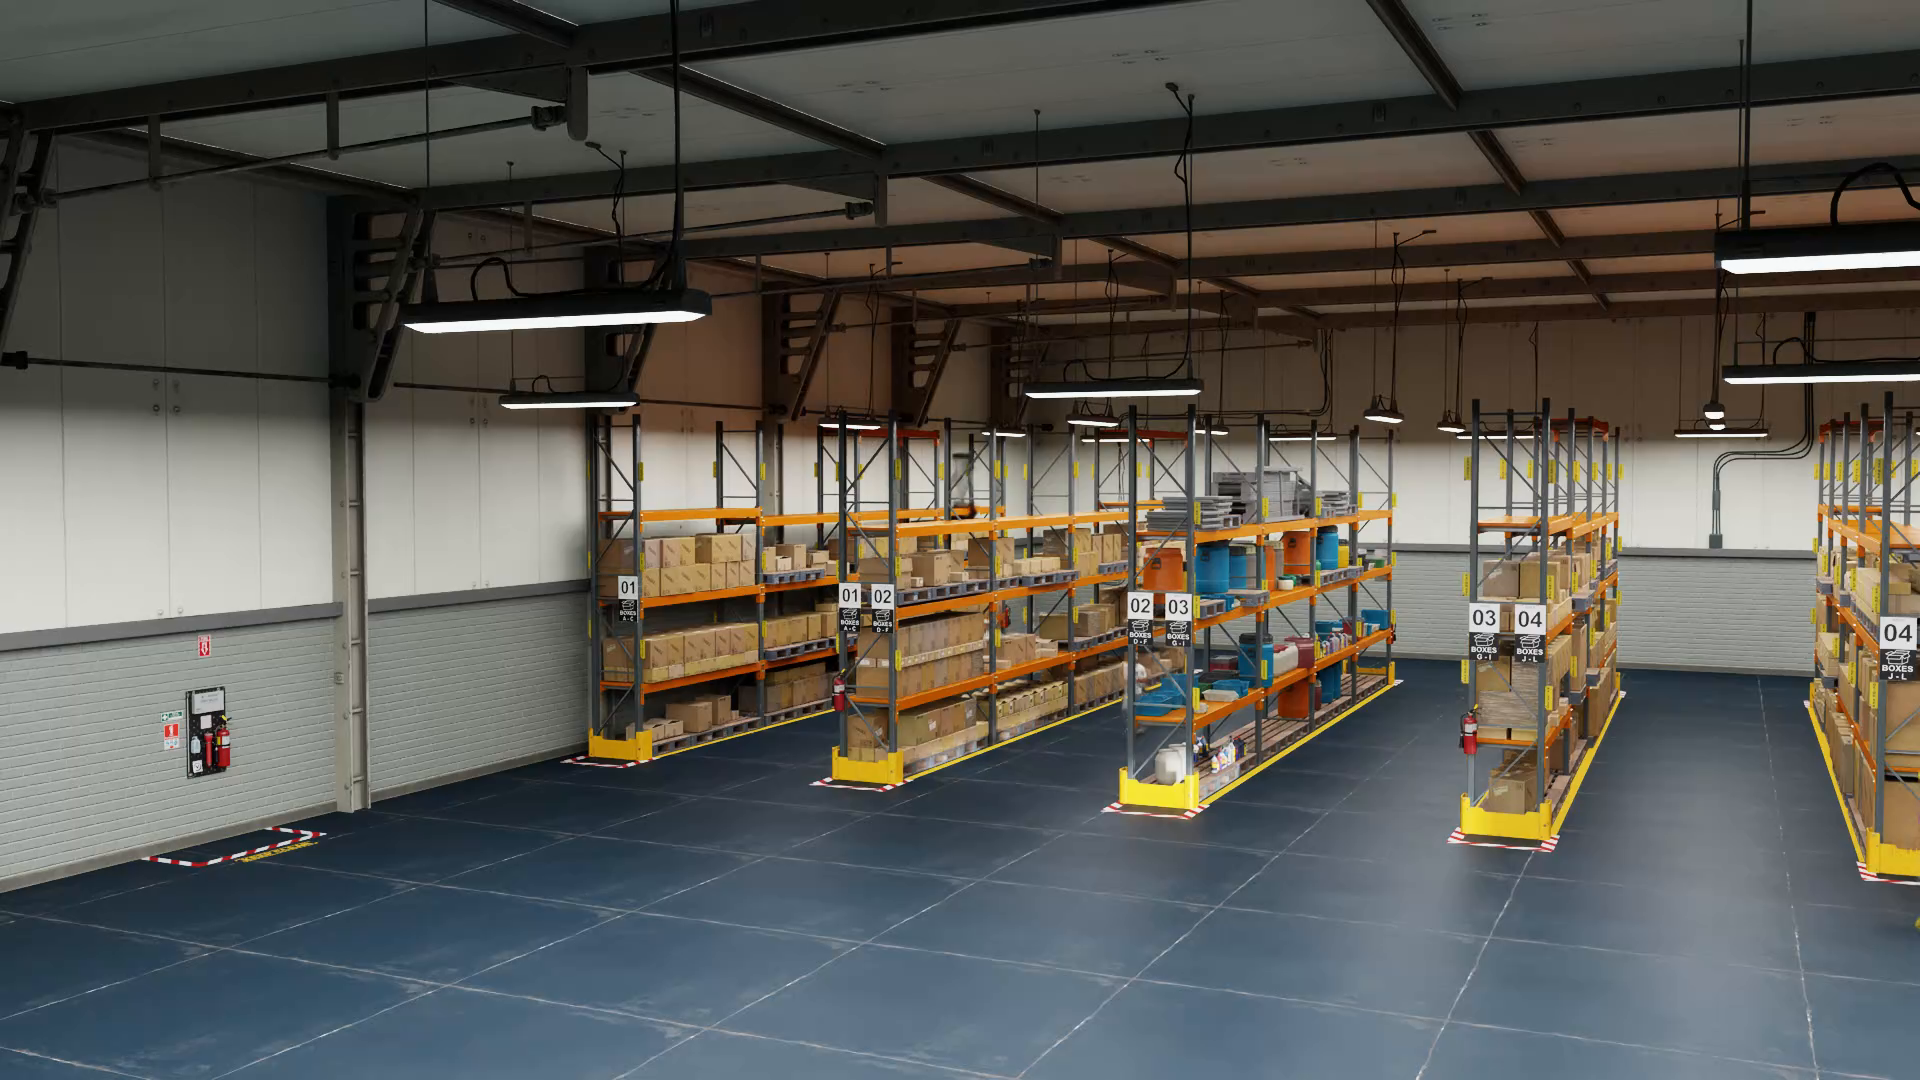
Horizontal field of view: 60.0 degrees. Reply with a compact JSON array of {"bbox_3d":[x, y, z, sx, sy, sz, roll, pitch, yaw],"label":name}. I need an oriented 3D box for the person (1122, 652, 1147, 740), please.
[{"bbox_3d":[3.292,2.897,31.260,0.569,1.668,0.890,1,3,24],"label":"person"}]

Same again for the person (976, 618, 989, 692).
[{"bbox_3d":[0.551,2.618,36.376,0.634,1.824,0.750,1,3,29],"label":"person"}]
